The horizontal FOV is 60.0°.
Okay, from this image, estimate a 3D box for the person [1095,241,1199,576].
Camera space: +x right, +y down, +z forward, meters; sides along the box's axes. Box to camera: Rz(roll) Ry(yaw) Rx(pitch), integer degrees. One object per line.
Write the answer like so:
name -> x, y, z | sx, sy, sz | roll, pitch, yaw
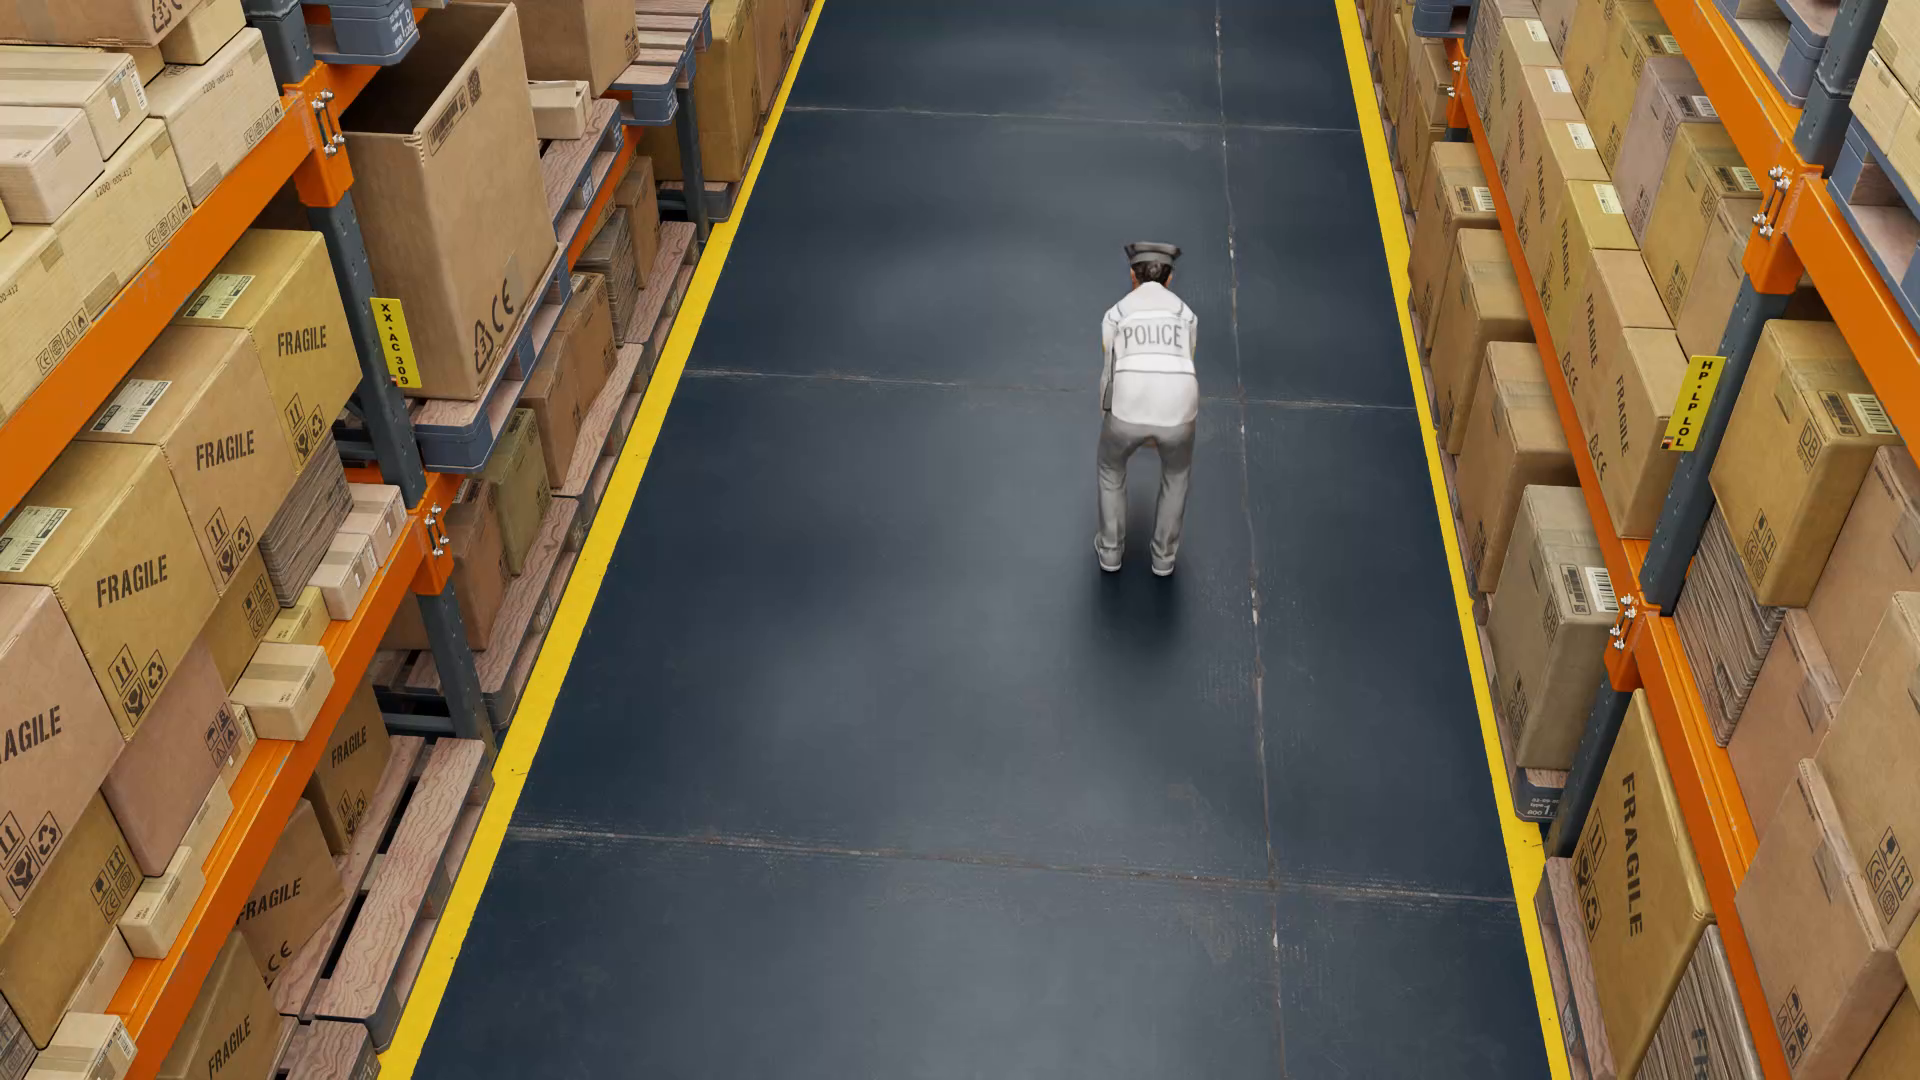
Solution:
person -> 0.790, -0.565, 7.104 | 0.408, 1.306, 0.887 | 2, 40, 3
